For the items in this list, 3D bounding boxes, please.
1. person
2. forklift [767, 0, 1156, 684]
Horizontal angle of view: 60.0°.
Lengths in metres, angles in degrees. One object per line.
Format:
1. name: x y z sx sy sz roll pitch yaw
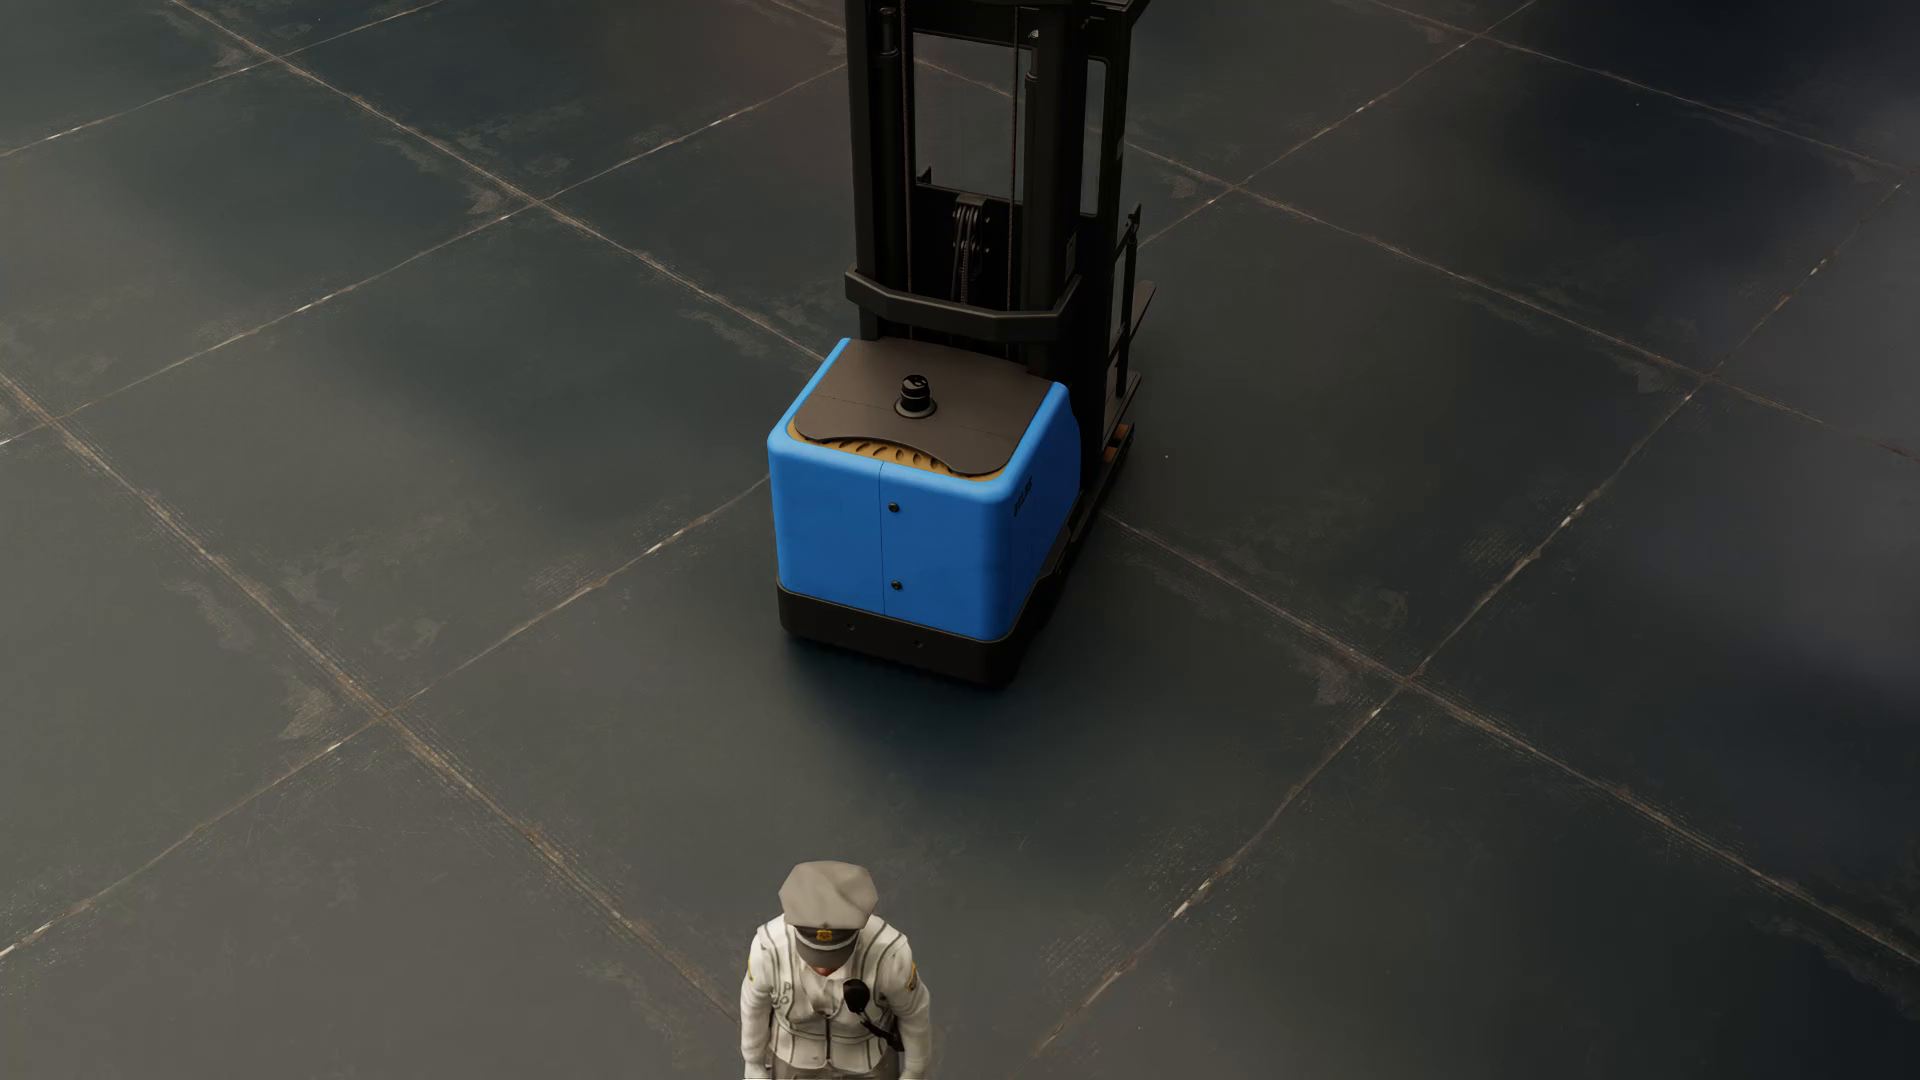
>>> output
1. person: -0.352 1.462 4.699 0.546 1.664 0.376 3 41 3
2. forklift: 0.211 -1.484 7.158 1.130 2.935 3.031 14 42 15
